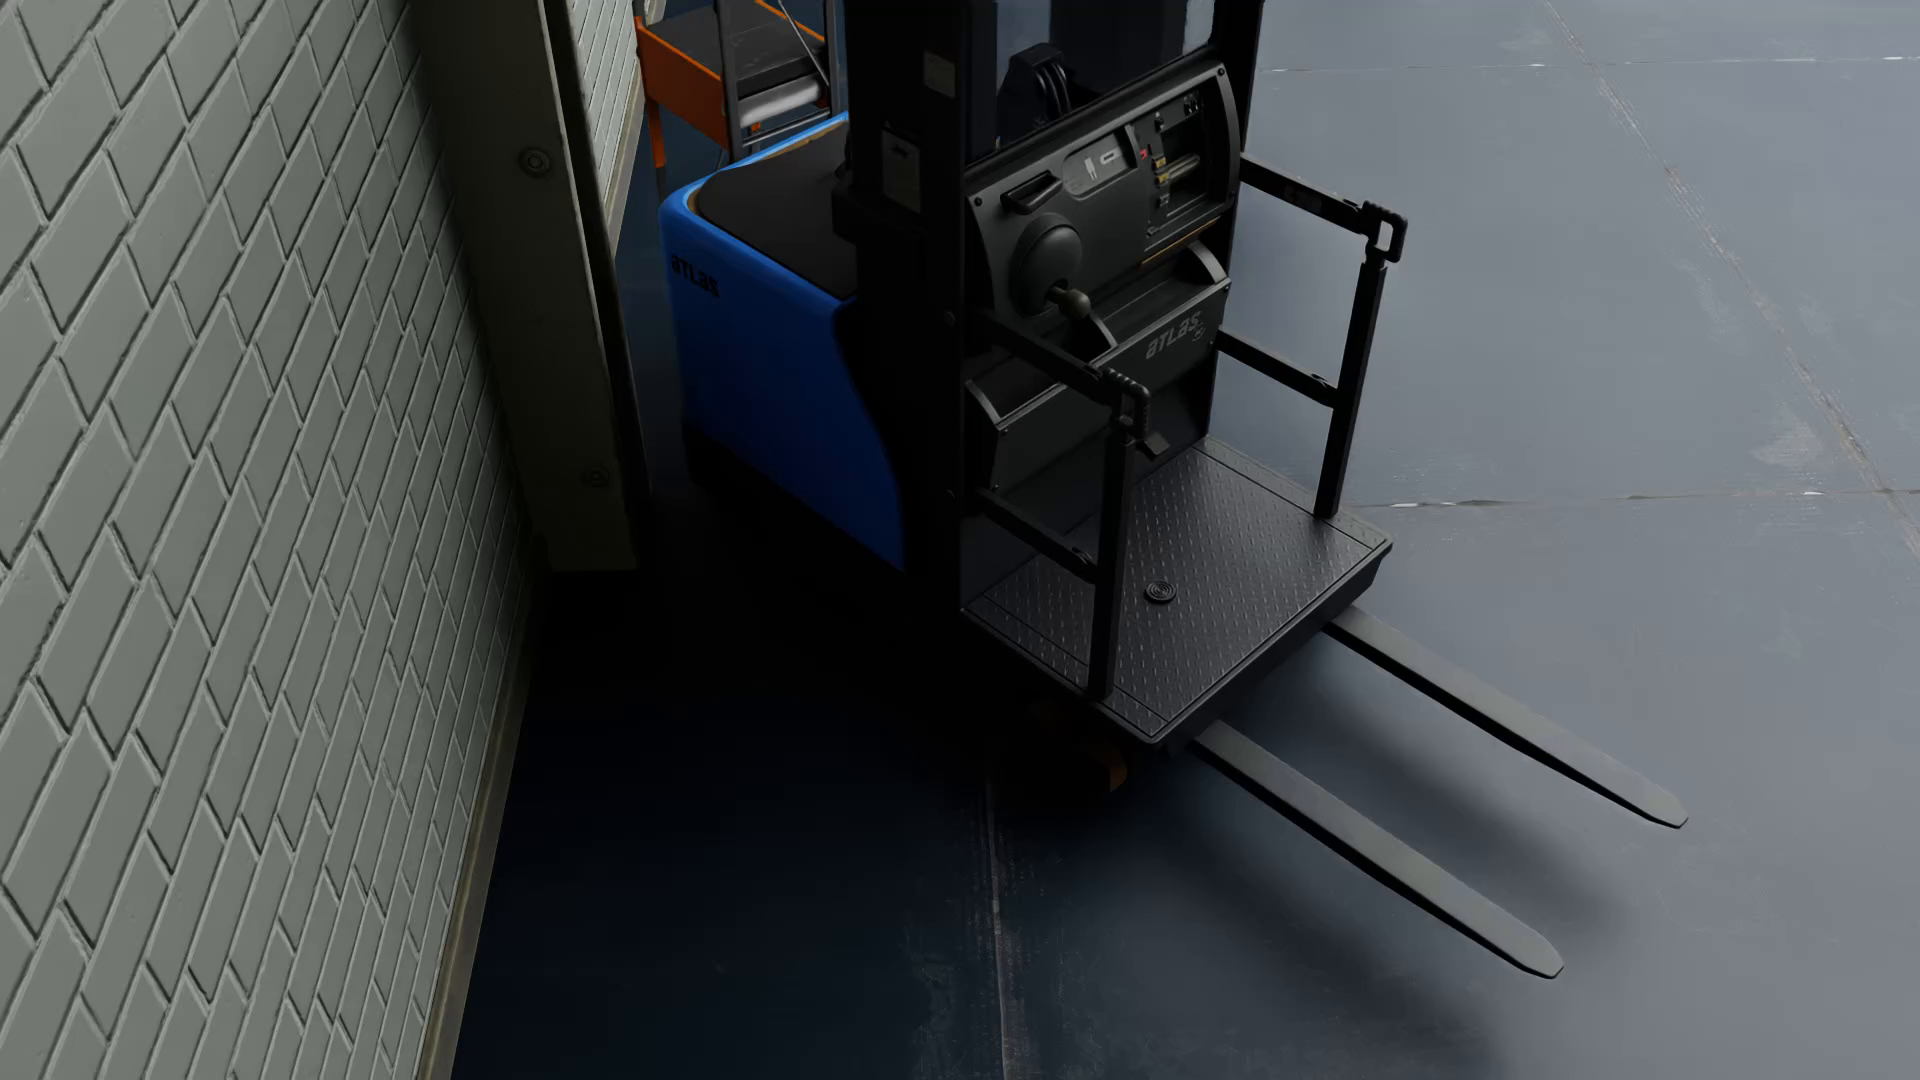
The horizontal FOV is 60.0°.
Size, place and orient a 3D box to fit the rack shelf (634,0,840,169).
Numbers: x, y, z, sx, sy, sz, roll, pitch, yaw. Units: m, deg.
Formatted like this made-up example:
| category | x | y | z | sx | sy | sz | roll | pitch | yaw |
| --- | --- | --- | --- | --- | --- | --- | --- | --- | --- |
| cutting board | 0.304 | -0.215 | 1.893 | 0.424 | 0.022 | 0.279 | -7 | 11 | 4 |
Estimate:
| category | x | y | z | sx | sy | sz | roll | pitch | yaw |
| --- | --- | --- | --- | --- | --- | --- | --- | --- | --- |
| rack shelf | -0.685 | -1.370 | 5.211 | 0.431 | 0.518 | 0.480 | -29 | 50 | -28 |

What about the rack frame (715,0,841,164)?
| category | x | y | z | sx | sy | sz | roll | pitch | yaw |
| --- | --- | --- | --- | --- | --- | --- | --- | --- | --- |
| rack frame | -0.529 | -1.253 | 5.063 | 0.400 | 2.100 | 0.015 | -29 | 50 | -28 |

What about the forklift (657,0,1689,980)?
| category | x | y | z | sx | sy | sz | roll | pitch | yaw |
| --- | --- | --- | --- | --- | --- | --- | --- | --- | --- |
| forklift | 0.521 | -0.787 | 3.939 | 3.031 | 2.935 | 1.130 | 34 | 52 | 31 |

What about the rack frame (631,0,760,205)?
| category | x | y | z | sx | sy | sz | roll | pitch | yaw |
| --- | --- | --- | --- | --- | --- | --- | --- | --- | --- |
| rack frame | -0.841 | -1.507 | 5.340 | 0.400 | 2.100 | 0.015 | -29 | 50 | -28 |

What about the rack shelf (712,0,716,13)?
| category | x | y | z | sx | sy | sz | roll | pitch | yaw |
| --- | --- | --- | --- | --- | --- | --- | --- | --- | --- |
| rack shelf | -0.685 | -1.886 | 4.738 | 0.431 | 0.518 | 0.480 | -29 | 50 | -28 |

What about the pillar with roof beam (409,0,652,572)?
| category | x | y | z | sx | sy | sz | roll | pitch | yaw |
| --- | --- | --- | --- | --- | --- | --- | --- | --- | --- |
| pillar with roof beam | 3.147 | -3.481 | 2.388 | 9.100 | 9.000 | 0.400 | -2 | 43 | -2 |

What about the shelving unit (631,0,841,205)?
| category | x | y | z | sx | sy | sz | roll | pitch | yaw |
| --- | --- | --- | --- | --- | --- | --- | --- | --- | --- |
| shelving unit | -0.685 | -1.380 | 5.202 | 0.431 | 2.100 | 0.503 | -29 | 50 | -28 |
